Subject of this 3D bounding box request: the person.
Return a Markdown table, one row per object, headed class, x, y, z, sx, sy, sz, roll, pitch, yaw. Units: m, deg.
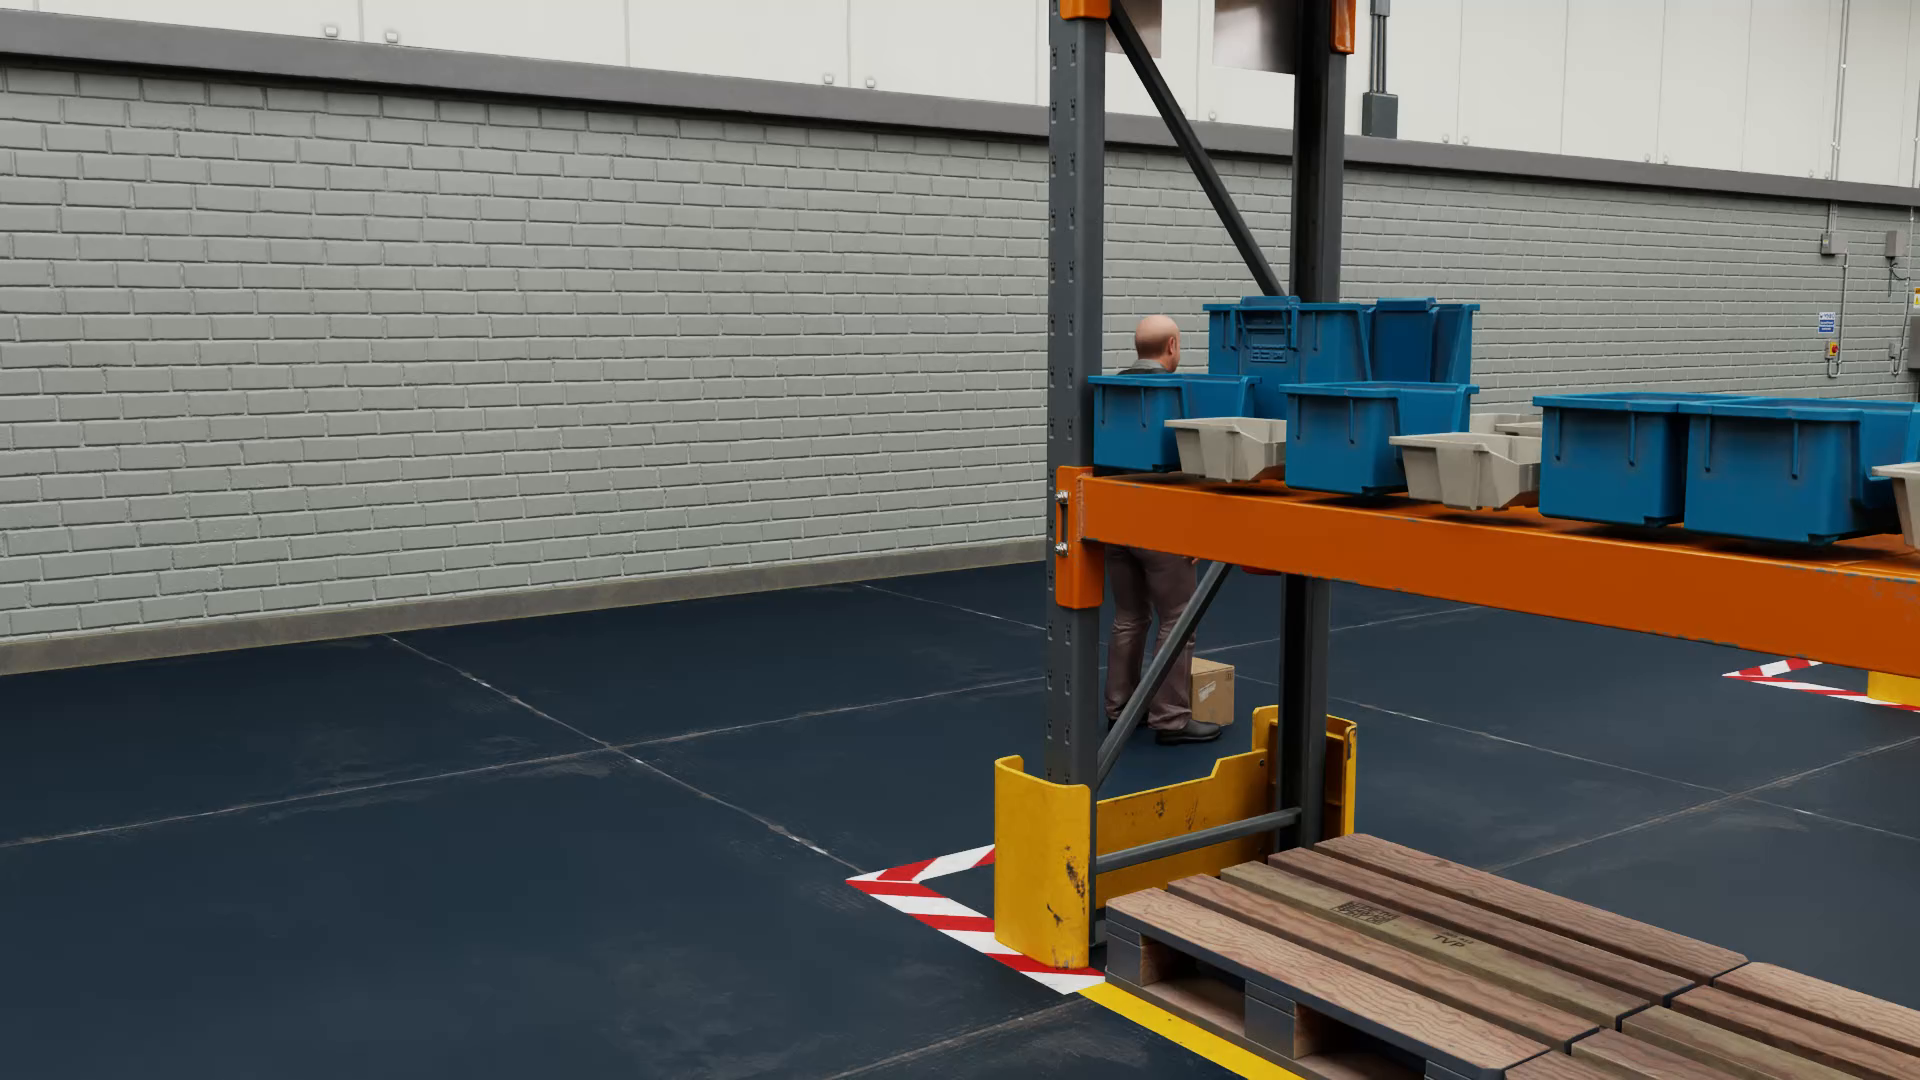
| class | x | y | z | sx | sy | sz | roll | pitch | yaw |
| --- | --- | --- | --- | --- | --- | --- | --- | --- | --- |
| person | 0.757 | -0.052 | 6.782 | 0.421 | 1.720 | 0.588 | -6 | 10 | -39 |
